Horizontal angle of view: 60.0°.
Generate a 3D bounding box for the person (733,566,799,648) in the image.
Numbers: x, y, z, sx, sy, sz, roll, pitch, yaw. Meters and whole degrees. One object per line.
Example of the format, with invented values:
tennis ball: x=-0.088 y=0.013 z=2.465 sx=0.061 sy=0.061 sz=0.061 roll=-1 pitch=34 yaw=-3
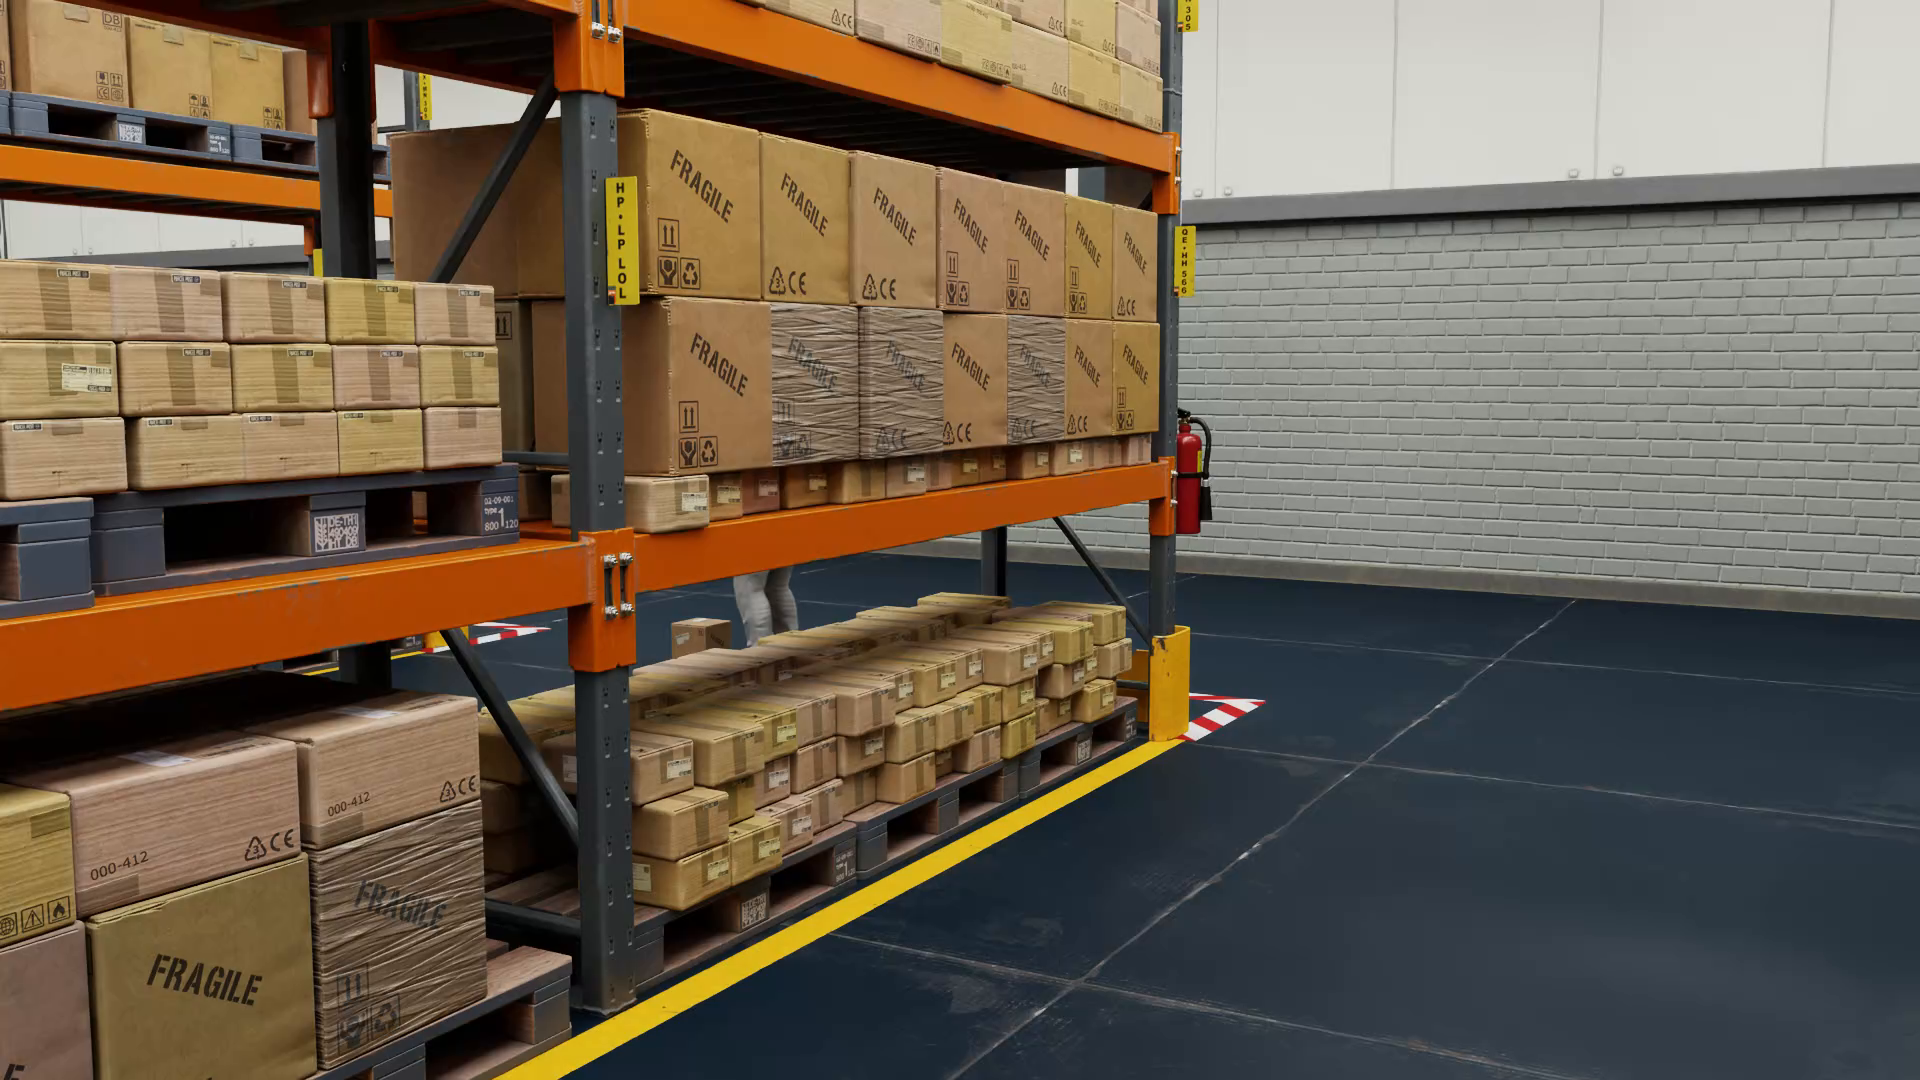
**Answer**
person: x=-1.129 y=-0.061 z=9.503 sx=0.390 sy=1.665 sz=0.469 roll=3 pitch=7 yaw=30
